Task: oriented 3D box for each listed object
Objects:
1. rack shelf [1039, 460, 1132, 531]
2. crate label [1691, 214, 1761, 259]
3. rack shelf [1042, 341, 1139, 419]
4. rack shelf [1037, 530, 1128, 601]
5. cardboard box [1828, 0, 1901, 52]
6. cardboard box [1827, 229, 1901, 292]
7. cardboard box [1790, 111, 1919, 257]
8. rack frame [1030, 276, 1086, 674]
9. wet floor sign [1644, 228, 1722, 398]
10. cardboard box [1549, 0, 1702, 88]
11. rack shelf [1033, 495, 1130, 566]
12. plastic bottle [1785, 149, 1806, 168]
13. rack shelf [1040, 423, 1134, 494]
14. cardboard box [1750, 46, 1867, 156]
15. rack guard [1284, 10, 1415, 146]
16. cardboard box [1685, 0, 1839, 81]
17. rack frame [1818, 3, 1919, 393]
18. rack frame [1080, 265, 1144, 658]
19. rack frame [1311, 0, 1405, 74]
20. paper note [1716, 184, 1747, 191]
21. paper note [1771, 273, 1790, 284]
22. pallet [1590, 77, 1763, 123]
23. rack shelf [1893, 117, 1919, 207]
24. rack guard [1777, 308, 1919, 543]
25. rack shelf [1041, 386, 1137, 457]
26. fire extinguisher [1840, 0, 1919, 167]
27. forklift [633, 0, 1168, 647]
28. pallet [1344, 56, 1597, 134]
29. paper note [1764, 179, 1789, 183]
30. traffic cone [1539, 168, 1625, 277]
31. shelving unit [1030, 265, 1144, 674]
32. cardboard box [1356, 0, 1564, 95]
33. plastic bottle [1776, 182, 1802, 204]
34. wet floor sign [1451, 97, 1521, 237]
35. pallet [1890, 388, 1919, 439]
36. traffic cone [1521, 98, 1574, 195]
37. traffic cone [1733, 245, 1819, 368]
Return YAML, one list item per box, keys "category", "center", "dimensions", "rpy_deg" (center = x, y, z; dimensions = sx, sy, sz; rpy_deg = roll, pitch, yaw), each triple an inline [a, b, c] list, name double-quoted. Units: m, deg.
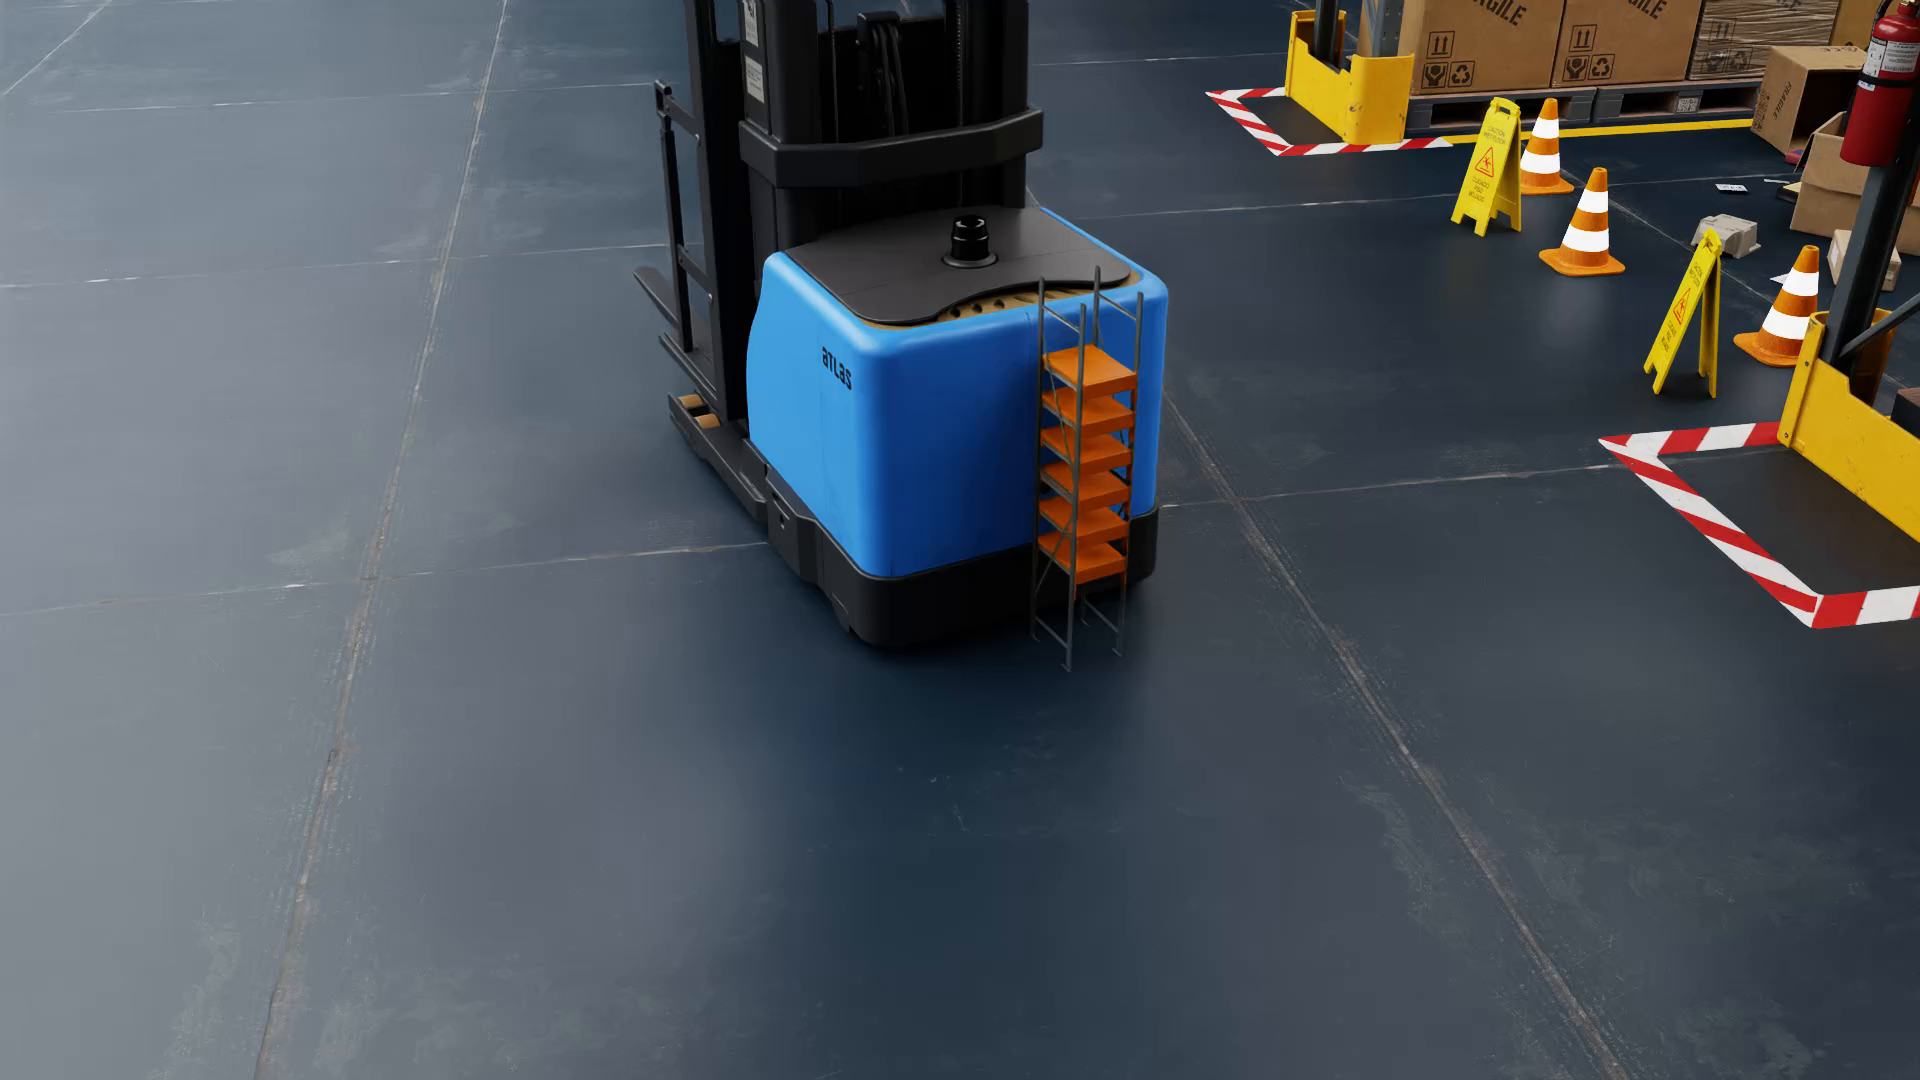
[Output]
- category: "rack shelf"
  center: [0.360, -0.148, 4.905]
  dimensions: [0.180, 0.103, 0.258]
  rpy_deg: [-15, 34, -24]
- category: "crate label"
  center: [3.760, -1.498, 8.162]
  dimensions: [0.298, 0.136, 0.250]
  rpy_deg: [-23, 38, -34]
- category: "rack shelf"
  center: [0.360, -0.458, 4.722]
  dimensions: [0.180, 0.103, 0.258]
  rpy_deg: [-15, 34, -24]
- category: "rack shelf"
  center: [0.360, 0.059, 5.027]
  dimensions: [0.180, 0.103, 0.258]
  rpy_deg: [-15, 34, -24]
- category: "cardboard box"
  center: [5.654, -3.491, 10.410]
  dimensions: [0.875, 0.875, 0.875]
  rpy_deg: [-5, 31, -8]
- category: "cardboard box"
  center: [4.266, -1.322, 7.852]
  dimensions: [0.250, 0.149, 0.380]
  rpy_deg: [10, 32, 17]
- category: "cardboard box"
  center: [4.613, -1.771, 8.265]
  dimensions: [0.797, 0.503, 0.637]
  rpy_deg: [23, 37, 33]
- category: "rack frame"
  center: [0.280, -0.164, 4.846]
  dimensions: [0.006, 1.200, 0.240]
  rpy_deg: [-15, 34, -24]
- category: "wet floor sign"
  center: [2.962, -0.926, 6.688]
  dimensions: [0.232, 0.644, 0.267]
  rpy_deg: [5, 31, 8]
- category: "cardboard box"
  center: [3.871, -3.325, 10.127]
  dimensions: [0.875, 0.875, 0.875]
  rpy_deg: [-6, 31, -10]
- category: "rack shelf"
  center: [0.360, -0.044, 4.966]
  dimensions: [0.180, 0.103, 0.258]
  rpy_deg: [-15, 34, -24]
- category: "plastic bottle"
  center: [4.770, -2.108, 9.274]
  dimensions: [0.133, 0.061, 0.283]
  rpy_deg: [-17, 34, -26]
- category: "rack shelf"
  center: [0.360, -0.251, 4.844]
  dimensions: [0.180, 0.103, 0.258]
  rpy_deg: [-15, 34, -24]
- category: "cardboard box"
  center: [4.943, -2.519, 9.538]
  dimensions: [0.500, 0.500, 0.500]
  rpy_deg: [0, 30, 0]
- category: "rack guard"
  center: [2.327, -2.804, 10.025]
  dimensions: [0.348, 0.500, 1.175]
  rpy_deg: [-5, 31, -9]
- category: "cardboard box"
  center: [4.768, -3.407, 10.266]
  dimensions: [0.875, 0.875, 0.875]
  rpy_deg: [-5, 31, -9]
- category: "rack frame"
  center: [3.341, -1.424, 5.213]
  dimensions: [0.127, 3.000, 1.000]
  rpy_deg: [-5, 31, -9]
- category: "rack frame"
  center: [0.441, -0.208, 4.919]
  dimensions: [0.006, 1.200, 0.240]
  rpy_deg: [-15, 34, -24]
- category: "rack frame"
  center: [2.350, -3.883, 9.395]
  dimensions: [0.127, 3.000, 1.000]
  rpy_deg: [-5, 31, -9]
- category: "paper note"
  center: [4.158, -1.896, 8.945]
  dimensions: [0.142, 0.017, 0.144]
  rpy_deg: [5, 31, 8]
- category: "paper note"
  center: [3.913, -1.223, 7.800]
  dimensions: [0.142, 0.019, 0.148]
  rpy_deg: [-17, 34, -26]
- category: "pallet"
  center: [4.320, -2.903, 10.479]
  dimensions: [1.213, 0.211, 1.003]
  rpy_deg: [-5, 31, -9]
- category: "rack shelf"
  center: [5.309, -1.297, 5.706]
  dimensions: [4.000, 0.370, 1.077]
  rpy_deg: [-5, 31, -9]
- category: "rack guard"
  center: [3.416, -0.354, 5.859]
  dimensions: [0.348, 0.500, 1.175]
  rpy_deg: [-5, 31, -9]
- category: "rack shelf"
  center: [0.360, -0.354, 4.783]
  dimensions: [0.180, 0.103, 0.258]
  rpy_deg: [-15, 34, -24]
- category: "fire extinguisher"
  center: [3.146, -1.610, 5.606]
  dimensions: [0.183, 0.674, 0.296]
  rpy_deg: [-5, 31, -9]
- category: "forklift"
  center: [-0.468, -1.662, 5.685]
  dimensions: [1.130, 2.935, 3.031]
  rpy_deg: [-14, 33, -23]
- category: "pallet"
  center: [3.123, -2.793, 10.292]
  dimensions: [1.213, 0.211, 1.003]
  rpy_deg: [-5, 31, -9]
- category: "paper note"
  center: [4.453, -1.955, 9.065]
  dimensions: [0.123, 0.001, 0.032]
  rpy_deg: [10, 32, 17]
- category: "traffic cone"
  center: [2.998, -1.536, 7.905]
  dimensions: [0.334, 0.463, 0.336]
  rpy_deg: [-5, 31, -9]
- category: "shelving unit"
  center: [0.360, -0.186, 4.882]
  dimensions: [0.189, 1.200, 0.258]
  rpy_deg: [-15, 34, -24]
- category: "cardboard box"
  center: [3.005, -3.243, 9.988]
  dimensions: [0.875, 0.875, 0.875]
  rpy_deg: [-5, 31, -9]
- category: "plastic bottle"
  center: [4.490, -1.856, 8.846]
  dimensions: [0.283, 0.061, 0.133]
  rpy_deg: [-17, 34, -26]
- category: "wet floor sign"
  center: [2.678, -1.879, 8.308]
  dimensions: [0.232, 0.644, 0.267]
  rpy_deg: [-11, 32, -17]
- category: "pallet"
  center: [4.222, -0.286, 6.028]
  dimensions: [1.213, 0.211, 1.003]
  rpy_deg: [-5, 31, -9]
- category: "traffic cone"
  center: [3.128, -2.130, 8.916]
  dimensions: [0.334, 0.463, 0.336]
  rpy_deg: [-5, 31, -9]
- category: "traffic cone"
  center: [3.532, -1.013, 7.017]
  dimensions: [0.334, 0.463, 0.336]
  rpy_deg: [-5, 31, -9]
